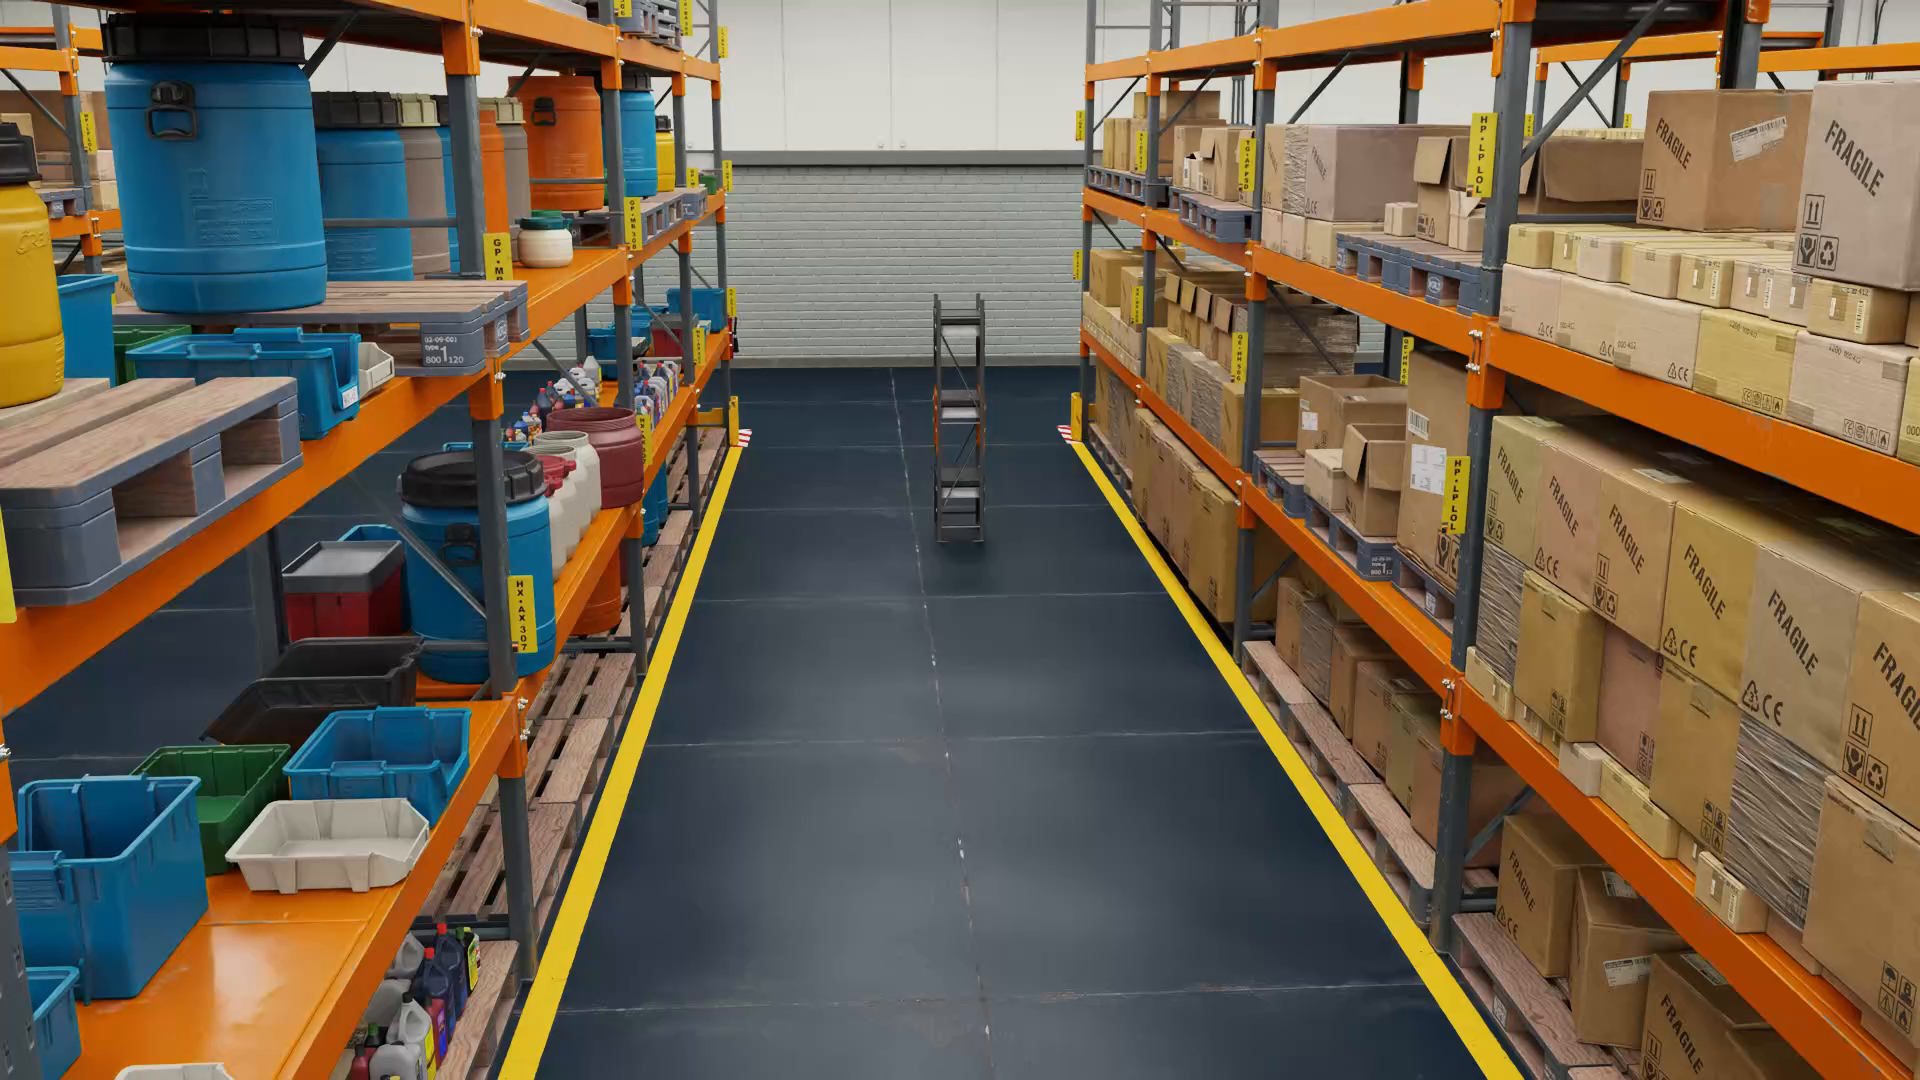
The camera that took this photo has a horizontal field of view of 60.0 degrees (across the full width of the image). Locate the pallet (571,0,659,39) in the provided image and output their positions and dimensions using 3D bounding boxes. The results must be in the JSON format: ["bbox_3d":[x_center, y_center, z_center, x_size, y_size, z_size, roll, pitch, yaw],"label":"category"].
[{"bbox_3d":[-2.594,-3.352,10.678,1.213,0.211,1.003,-1,14,-3],"label":"pallet"}]

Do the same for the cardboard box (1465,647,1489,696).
[{"bbox_3d":[2.324,0.546,6.889,0.380,0.149,0.250,-1,14,-3],"label":"cardboard box"}]

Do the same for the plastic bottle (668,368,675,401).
[{"bbox_3d":[-2.458,-1.303,13.820,0.152,0.276,0.135,-1,14,-3],"label":"plastic bottle"}]

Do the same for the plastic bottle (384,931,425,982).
[{"bbox_3d":[-2.148,1.670,6.448,0.144,0.351,0.185,-1,14,-3],"label":"plastic bottle"}]

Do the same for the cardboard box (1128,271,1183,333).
[{"bbox_3d":[1.820,-2.168,15.133,0.500,0.500,0.500,0,14,-2],"label":"cardboard box"}]

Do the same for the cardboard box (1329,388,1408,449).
[{"bbox_3d":[2.571,-0.610,9.832,0.700,0.500,0.500,1,14,5],"label":"cardboard box"}]

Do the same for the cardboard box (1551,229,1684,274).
[{"bbox_3d":[2.408,-1.056,6.093,0.380,0.149,0.250,-2,15,-6],"label":"cardboard box"}]

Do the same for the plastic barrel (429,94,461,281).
[{"bbox_3d":[-2.661,-1.701,8.093,0.600,0.901,0.708,-1,14,-3],"label":"plastic barrel"}]

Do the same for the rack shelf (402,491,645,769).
[{"bbox_3d":[-2.456,0.294,8.809,1.077,0.370,4.000,-1,14,-3],"label":"rack shelf"}]

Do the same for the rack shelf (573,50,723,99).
[{"bbox_3d":[-2.952,-4.408,15.844,1.077,0.370,4.000,-1,14,-3],"label":"rack shelf"}]

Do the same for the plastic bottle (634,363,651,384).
[{"bbox_3d":[-2.577,-1.251,13.469,0.144,0.351,0.185,-1,14,-3],"label":"plastic bottle"}]

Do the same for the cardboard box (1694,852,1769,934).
[{"bbox_3d":[2.438,1.043,4.955,0.380,0.149,0.250,-1,14,-3],"label":"cardboard box"}]

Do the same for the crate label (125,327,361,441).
[{"bbox_3d":[-1.870,-0.414,4.394,0.502,0.251,0.408,-1,14,-3],"label":"crate label"}]

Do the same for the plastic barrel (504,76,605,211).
[{"bbox_3d":[-2.612,-2.558,10.722,0.600,0.830,0.708,-1,14,-3],"label":"plastic barrel"}]

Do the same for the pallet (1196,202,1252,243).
[{"bbox_3d":[2.271,-2.149,11.219,1.213,0.211,1.003,0,14,-1],"label":"pallet"}]

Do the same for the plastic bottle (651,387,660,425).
[{"bbox_3d":[-2.344,-1.033,12.757,0.061,0.283,0.133,-1,14,-3],"label":"plastic bottle"}]

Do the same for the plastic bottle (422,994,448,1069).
[{"bbox_3d":[-1.941,1.788,6.125,0.061,0.283,0.133,0,14,0],"label":"plastic bottle"}]

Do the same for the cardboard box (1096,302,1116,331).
[{"bbox_3d":[1.695,-2.312,17.196,0.500,0.250,0.500,-1,14,-5],"label":"cardboard box"}]

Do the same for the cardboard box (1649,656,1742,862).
[{"bbox_3d":[2.695,0.659,5.147,0.875,0.500,0.500,-1,14,-3],"label":"cardboard box"}]

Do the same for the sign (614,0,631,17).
[{"bbox_3d":[-2.031,-3.312,9.985,0.100,0.325,0.005,-1,14,-3],"label":"sign"}]

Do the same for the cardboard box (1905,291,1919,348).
[{"bbox_3d":[2.575,-0.535,4.067,0.380,0.149,0.250,-1,14,-3],"label":"cardboard box"}]

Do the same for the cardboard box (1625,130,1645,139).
[{"bbox_3d":[6.674,-3.885,16.084,0.380,0.149,0.250,-1,14,-4],"label":"cardboard box"}]

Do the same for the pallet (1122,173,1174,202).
[{"bbox_3d":[2.075,-3.237,15.245,1.003,0.211,1.213,-1,14,-3],"label":"pallet"}]

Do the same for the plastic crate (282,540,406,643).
[{"bbox_3d":[-2.667,0.296,7.228,0.402,0.464,0.583,-1,14,-3],"label":"plastic crate"}]

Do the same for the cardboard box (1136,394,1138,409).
[{"bbox_3d":[2.155,-0.963,15.672,0.875,0.875,0.875,-1,14,-3],"label":"cardboard box"}]

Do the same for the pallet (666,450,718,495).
[{"bbox_3d":[-2.991,-0.683,16.757,1.003,0.211,1.213,-1,14,-3],"label":"pallet"}]

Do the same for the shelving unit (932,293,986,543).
[{"bbox_3d":[-0.010,-1.058,14.425,0.431,2.100,0.503,-1,14,-3],"label":"shelving unit"}]

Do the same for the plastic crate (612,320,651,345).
[{"bbox_3d":[-3.307,-2.096,16.868,0.416,0.233,0.300,-1,14,-3],"label":"plastic crate"}]

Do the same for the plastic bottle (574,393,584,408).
[{"bbox_3d":[-2.984,-1.048,12.980,0.097,0.201,0.097,0,14,0],"label":"plastic bottle"}]

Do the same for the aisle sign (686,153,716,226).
[{"bbox_3d":[-2.788,-3.823,18.149,0.394,0.787,0.004,-1,14,-3],"label":"aisle sign"}]

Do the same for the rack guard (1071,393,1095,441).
[{"bbox_3d":[1.866,-1.414,19.018,1.175,0.500,0.348,-1,14,-3],"label":"rack guard"}]

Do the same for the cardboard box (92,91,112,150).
[{"bbox_3d":[-7.730,-3.704,14.674,0.700,0.500,0.500,-1,14,-3],"label":"cardboard box"}]

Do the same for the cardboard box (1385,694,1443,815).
[{"bbox_3d":[2.584,1.092,8.397,0.700,0.500,0.500,-1,14,-4],"label":"cardboard box"}]

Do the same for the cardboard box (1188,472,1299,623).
[{"bbox_3d":[2.342,0.025,11.831,1.225,0.875,0.875,-2,15,-6],"label":"cardboard box"}]

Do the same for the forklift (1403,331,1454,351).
[{"bbox_3d":[4.654,-1.596,14.849,1.130,2.935,3.031,-4,15,-16],"label":"forklift"}]

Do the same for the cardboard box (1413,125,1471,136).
[{"bbox_3d":[2.701,-2.006,9.081,0.500,0.500,0.500,-1,14,-2],"label":"cardboard box"}]

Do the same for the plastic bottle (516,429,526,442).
[{"bbox_3d":[-3.040,-0.661,11.473,0.097,0.201,0.097,0,14,0],"label":"plastic bottle"}]

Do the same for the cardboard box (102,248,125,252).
[{"bbox_3d":[-8.189,-2.630,16.522,0.500,0.500,0.500,-1,14,-3],"label":"cardboard box"}]

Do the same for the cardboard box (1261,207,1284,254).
[{"bbox_3d":[2.139,-1.888,10.126,0.500,0.250,0.500,-1,14,-2],"label":"cardboard box"}]

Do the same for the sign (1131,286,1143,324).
[{"bbox_3d":[1.562,-2.072,14.664,0.100,0.325,0.005,-1,14,-3],"label":"sign"}]

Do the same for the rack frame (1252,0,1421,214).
[{"bbox_3d":[2.364,-3.534,10.203,1.000,3.000,0.127,-1,14,-3],"label":"rack frame"}]

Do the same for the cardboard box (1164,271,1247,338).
[{"bbox_3d":[2.164,-1.999,14.062,0.797,0.503,0.637,-1,14,-5],"label":"cardboard box"}]

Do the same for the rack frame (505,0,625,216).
[{"bbox_3d":[-2.580,-3.458,9.905,1.000,3.000,0.127,-1,14,-3],"label":"rack frame"}]

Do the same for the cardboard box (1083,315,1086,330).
[{"bbox_3d":[1.561,-2.403,18.351,0.380,0.149,0.250,-1,14,-3],"label":"cardboard box"}]

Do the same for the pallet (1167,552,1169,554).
[{"bbox_3d":[2.239,-0.082,14.423,1.003,0.211,1.213,-1,14,-3],"label":"pallet"}]

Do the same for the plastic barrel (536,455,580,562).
[{"bbox_3d":[-2.245,-0.155,8.835,0.433,0.535,0.433,0,14,0],"label":"plastic barrel"}]

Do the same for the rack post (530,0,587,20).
[{"bbox_3d":[-2.540,-3.048,7.912,1.013,1.000,3.121,-1,14,-3],"label":"rack post"}]

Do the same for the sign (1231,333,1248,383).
[{"bbox_3d":[1.810,-1.180,10.769,0.100,0.325,0.005,-1,14,-3],"label":"sign"}]

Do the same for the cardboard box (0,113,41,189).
[{"bbox_3d":[-7.814,-3.098,13.283,0.600,0.600,0.600,-2,15,-9],"label":"cardboard box"}]

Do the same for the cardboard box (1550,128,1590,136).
[{"bbox_3d":[6.617,-4.401,18.089,0.380,0.149,0.250,-1,14,-4],"label":"cardboard box"}]

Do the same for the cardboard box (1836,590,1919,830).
[{"bbox_3d":[2.542,0.427,4.043,0.500,0.500,0.500,-1,14,-3],"label":"cardboard box"}]

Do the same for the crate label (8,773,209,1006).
[{"bbox_3d":[-2.468,0.967,4.679,0.502,0.435,0.616,-1,14,-3],"label":"crate label"}]

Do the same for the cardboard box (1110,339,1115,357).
[{"bbox_3d":[1.690,-1.892,16.365,0.380,0.149,0.250,-1,14,-4],"label":"cardboard box"}]

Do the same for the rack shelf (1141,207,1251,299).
[{"bbox_3d":[2.240,-2.230,12.599,1.077,0.370,4.000,-1,14,-3],"label":"rack shelf"}]
